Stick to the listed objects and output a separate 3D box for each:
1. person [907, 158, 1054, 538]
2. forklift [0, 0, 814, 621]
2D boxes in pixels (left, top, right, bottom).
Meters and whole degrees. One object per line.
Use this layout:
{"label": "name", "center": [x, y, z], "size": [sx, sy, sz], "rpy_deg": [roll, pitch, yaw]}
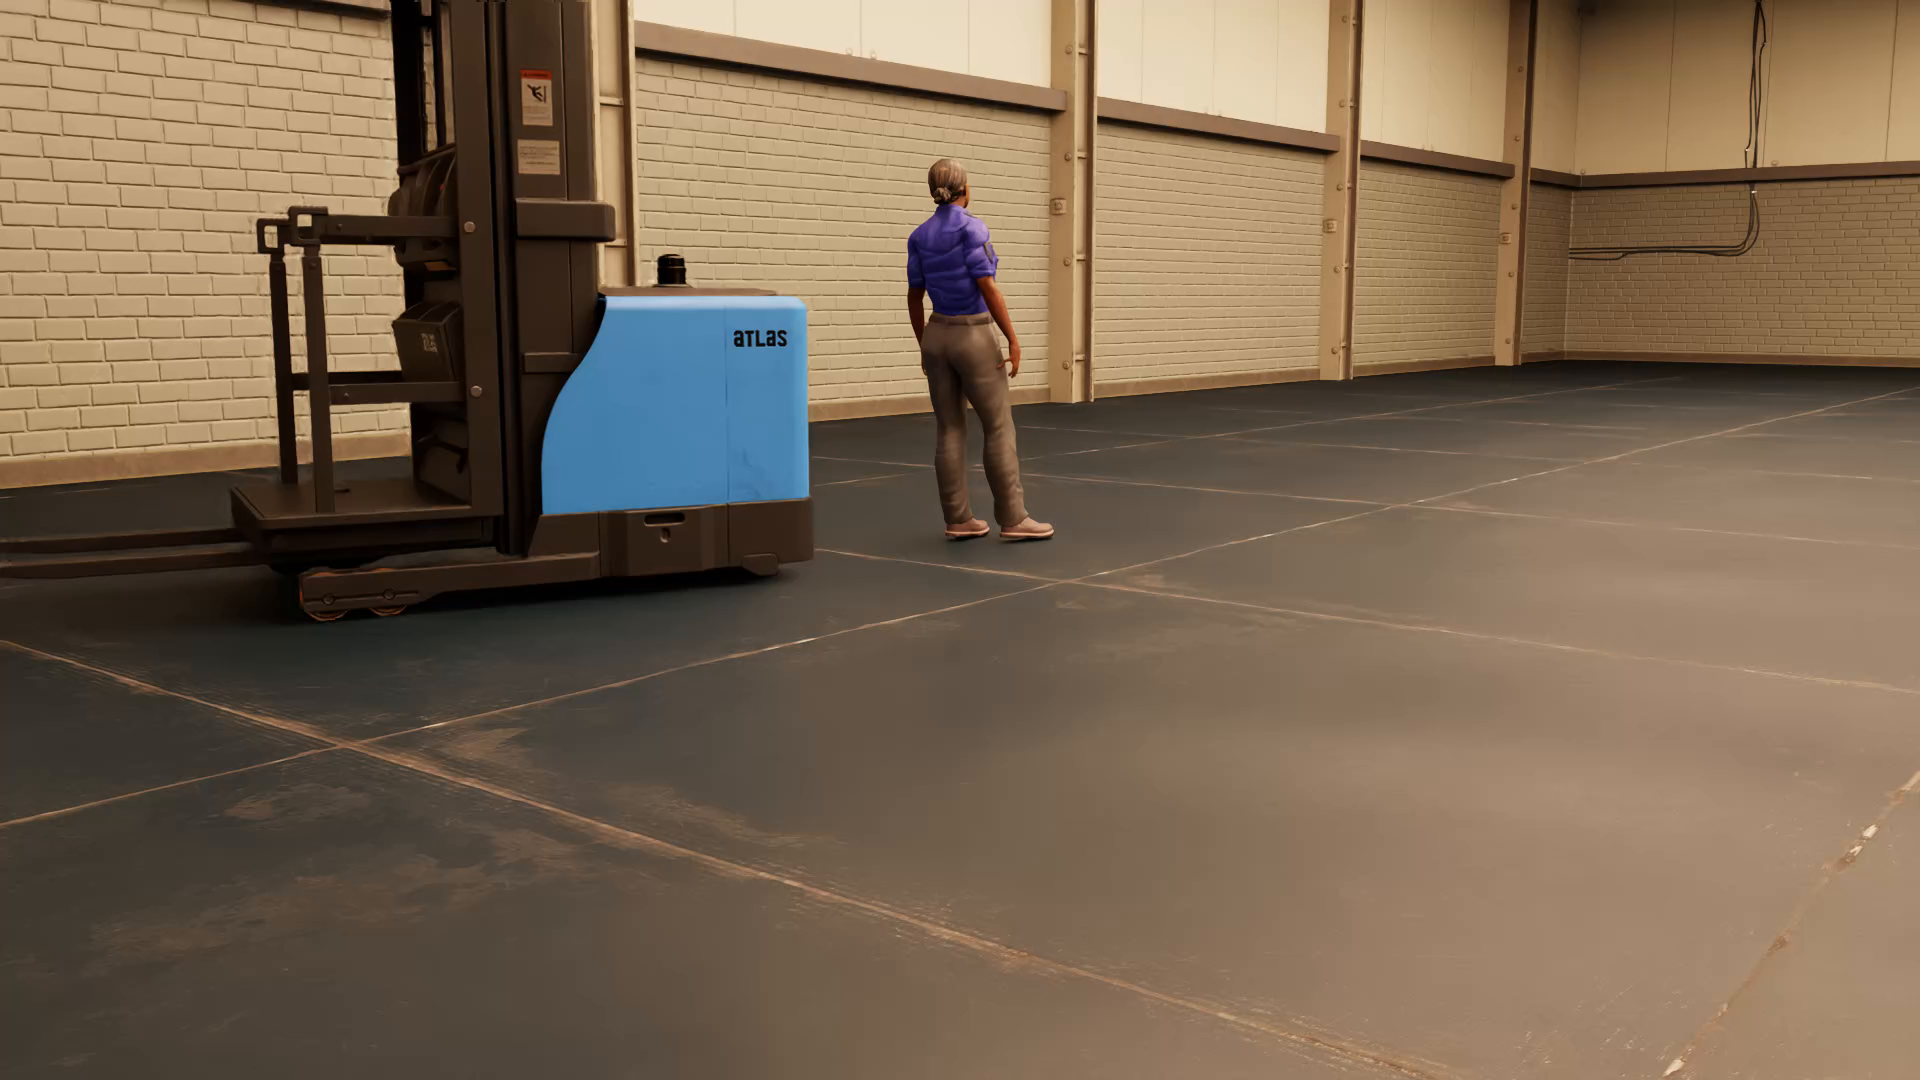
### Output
{"label": "person", "center": [0.070, -0.833, 7.339], "size": [0.570, 1.654, 0.504], "rpy_deg": [7, 11, 38]}
{"label": "forklift", "center": [-2.111, -1.265, 5.929], "size": [3.031, 2.935, 1.130], "rpy_deg": [-4, 9, -28]}
